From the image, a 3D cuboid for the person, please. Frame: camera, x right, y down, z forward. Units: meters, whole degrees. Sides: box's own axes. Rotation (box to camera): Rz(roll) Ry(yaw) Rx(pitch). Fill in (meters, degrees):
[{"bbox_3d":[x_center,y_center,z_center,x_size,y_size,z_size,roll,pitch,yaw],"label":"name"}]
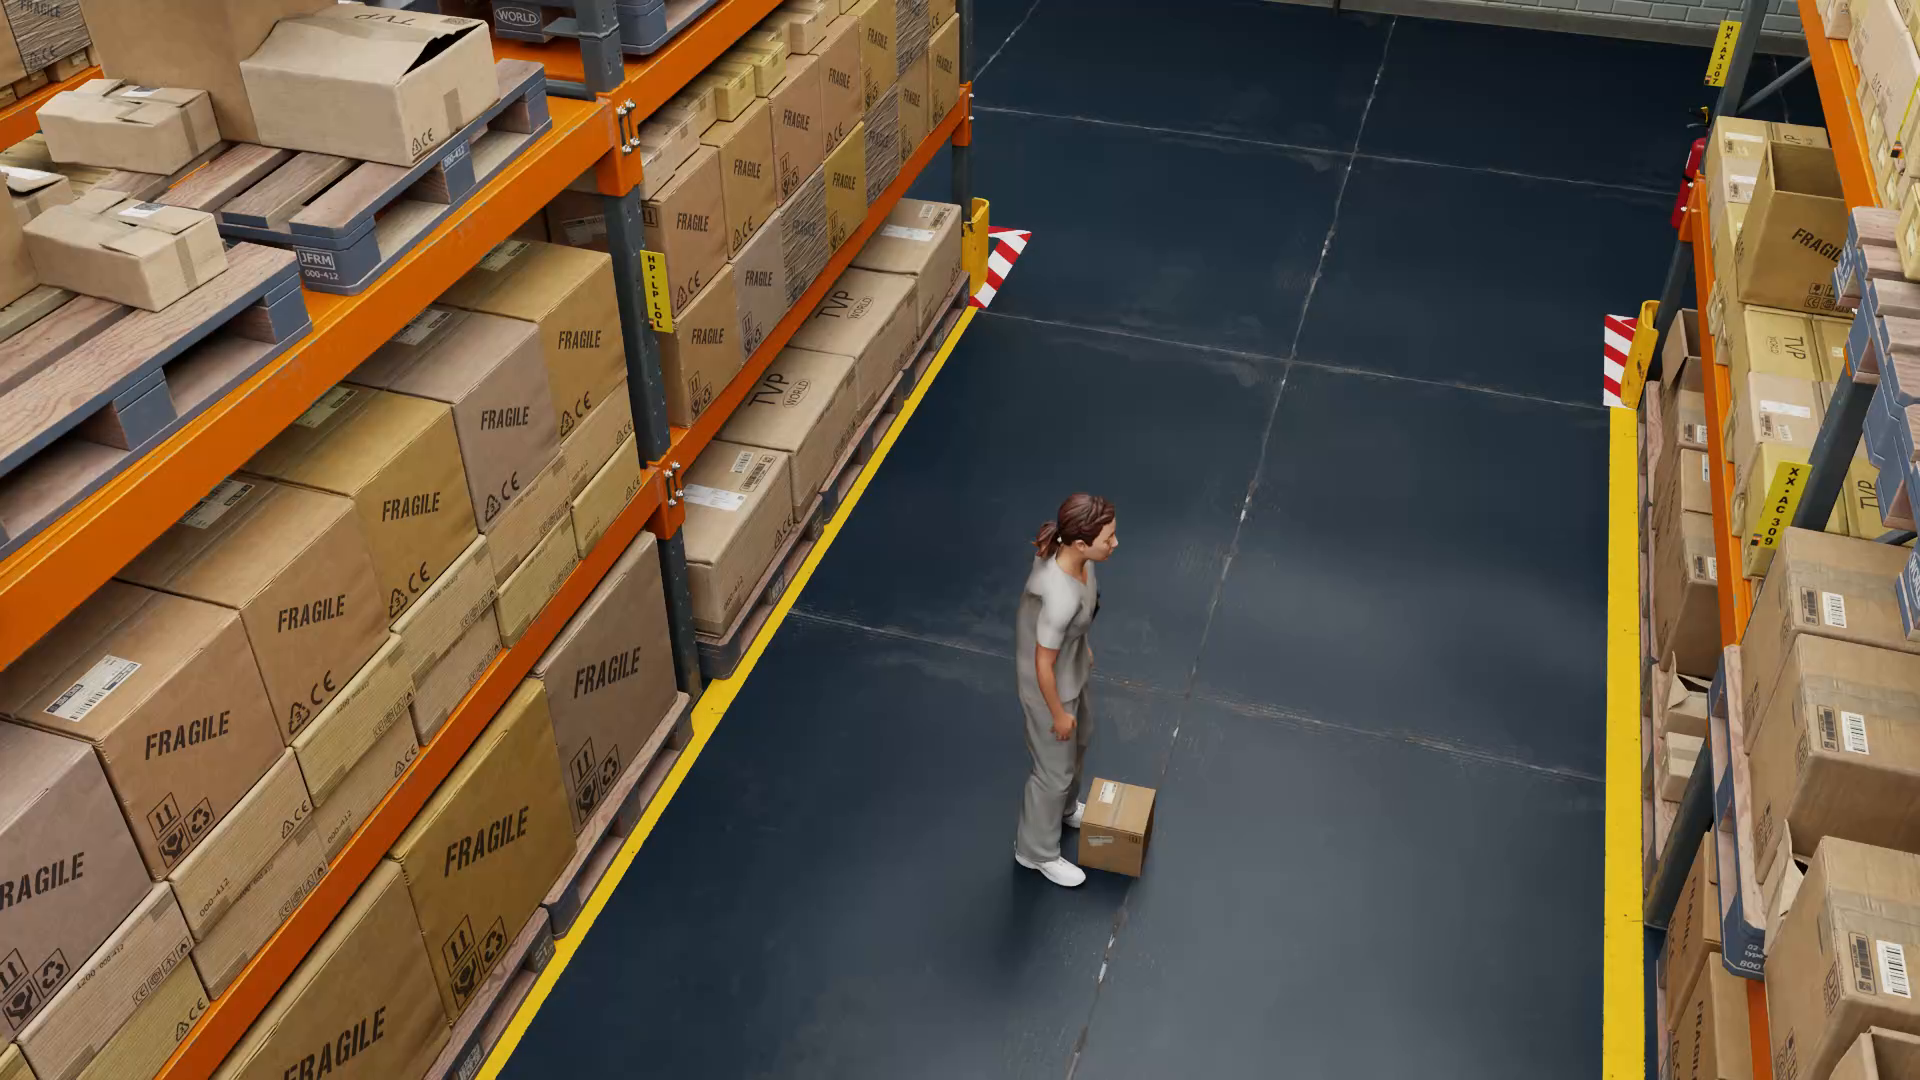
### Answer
[{"bbox_3d":[0.386,0.527,6.196,0.358,1.673,0.510,9,38,12],"label":"person"}]
